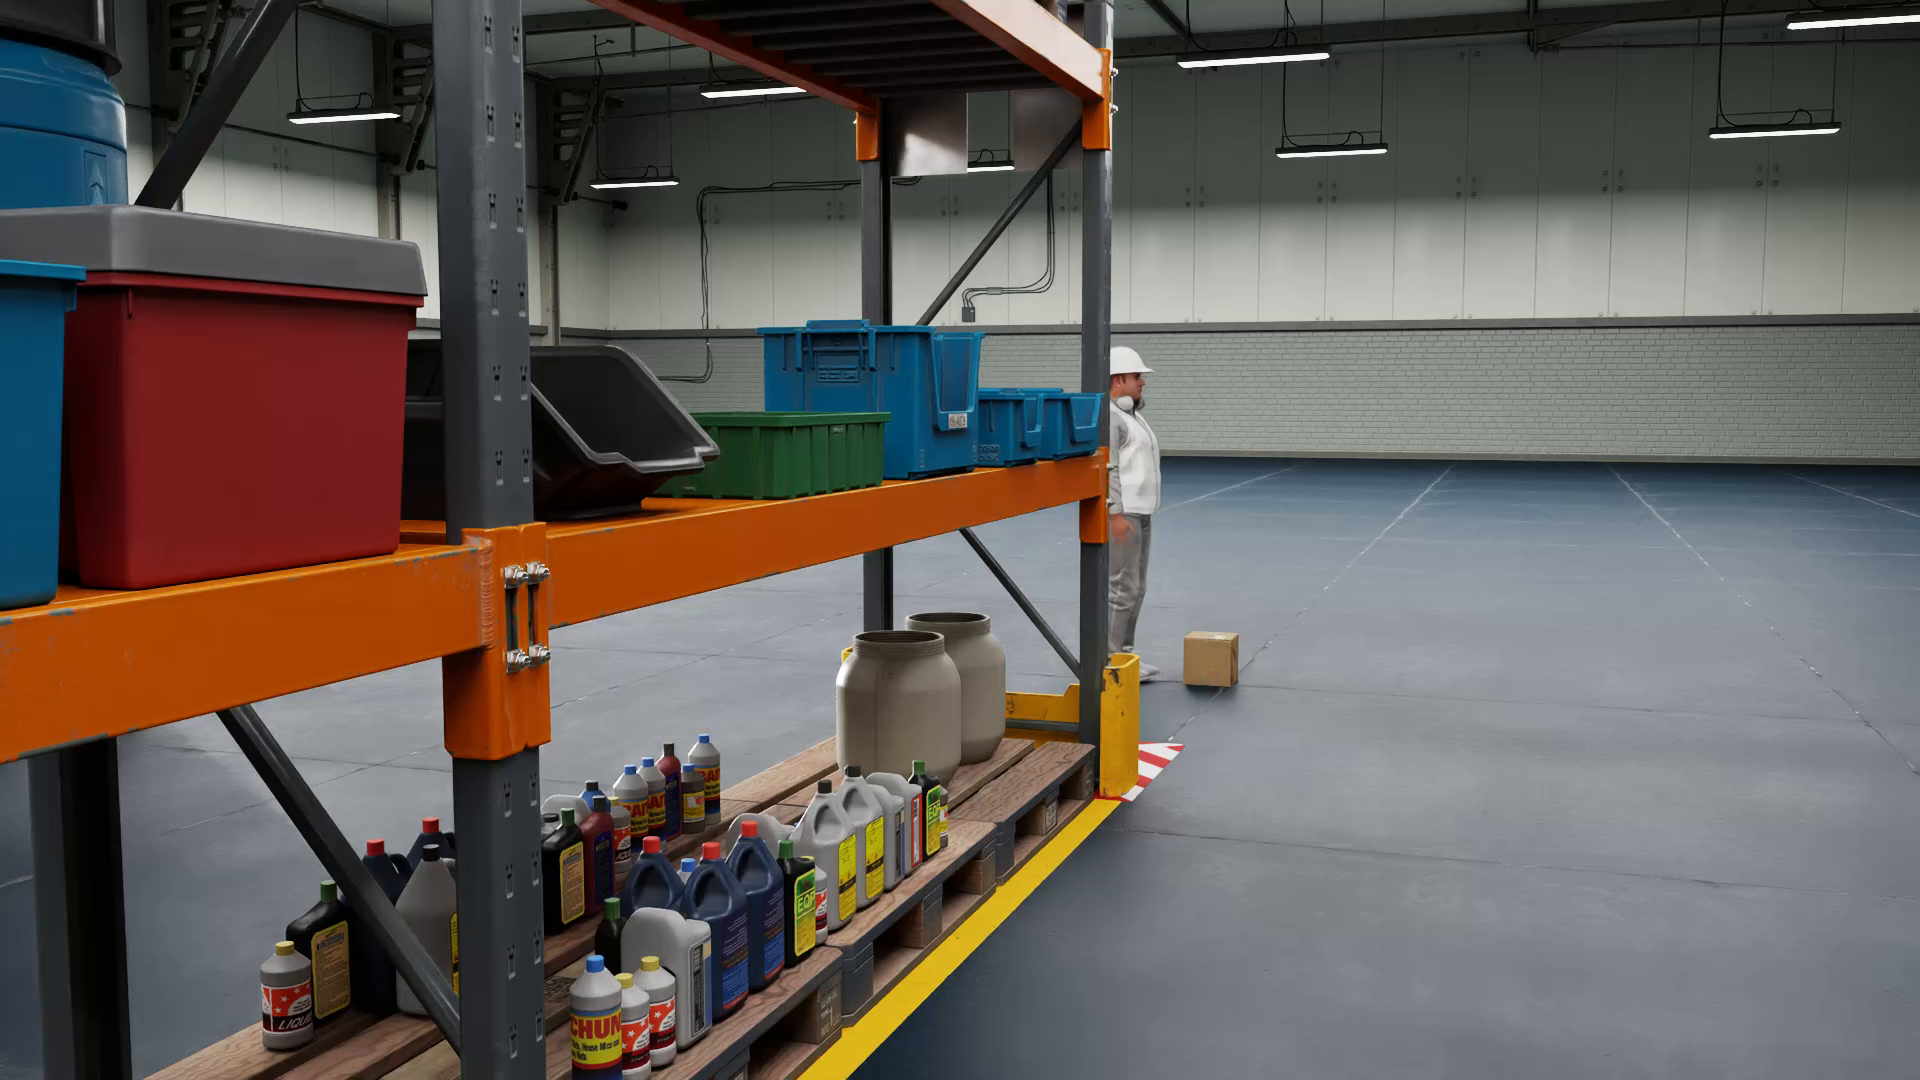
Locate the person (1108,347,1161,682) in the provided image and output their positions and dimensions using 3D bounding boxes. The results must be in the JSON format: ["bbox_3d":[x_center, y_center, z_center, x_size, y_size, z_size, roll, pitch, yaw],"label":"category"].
[{"bbox_3d":[0.888,-0.135,8.924,0.357,1.787,0.531,2,5,20],"label":"person"}]
